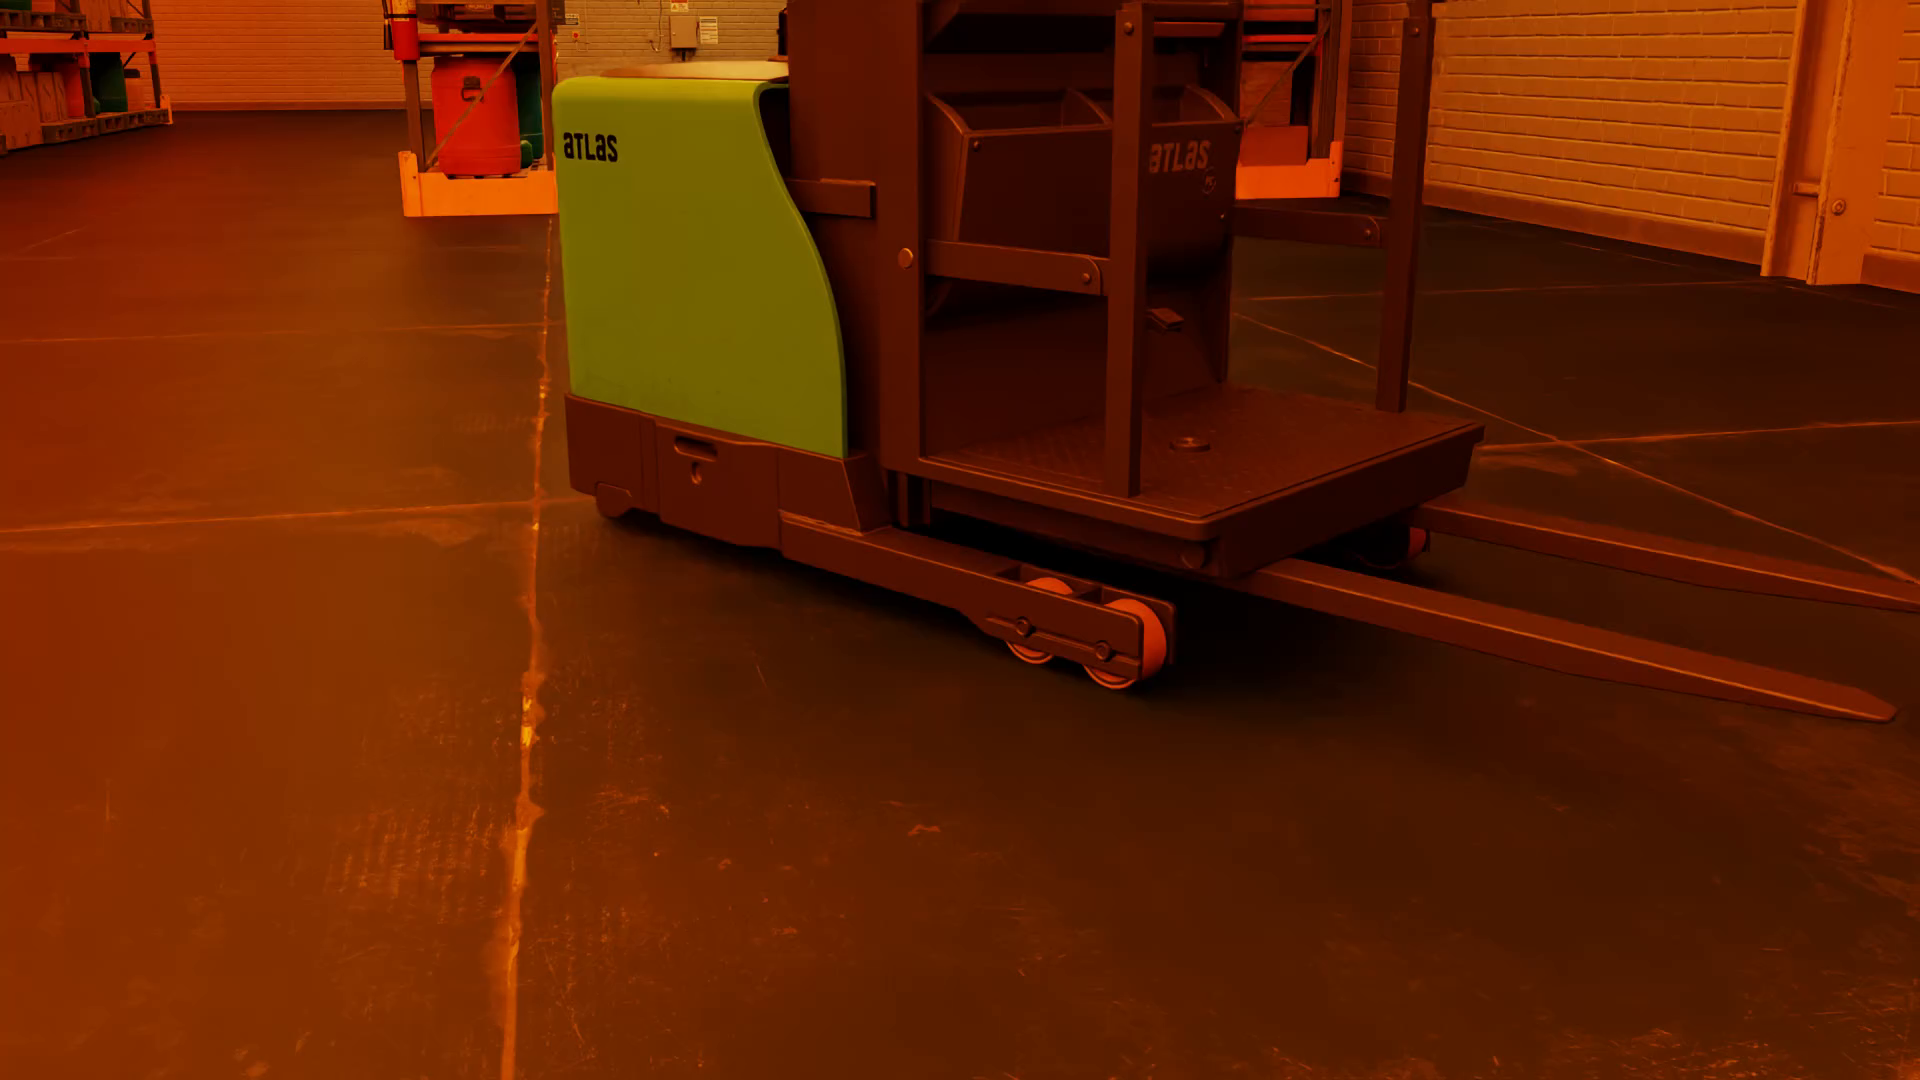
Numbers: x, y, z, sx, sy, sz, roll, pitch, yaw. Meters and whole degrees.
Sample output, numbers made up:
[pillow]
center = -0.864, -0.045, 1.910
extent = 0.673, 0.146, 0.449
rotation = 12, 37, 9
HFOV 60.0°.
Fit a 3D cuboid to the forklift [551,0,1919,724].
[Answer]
[forklift]
center = 0.433, -1.296, 3.230
extent = 3.031, 2.935, 1.130
rotation = 15, 22, 41
